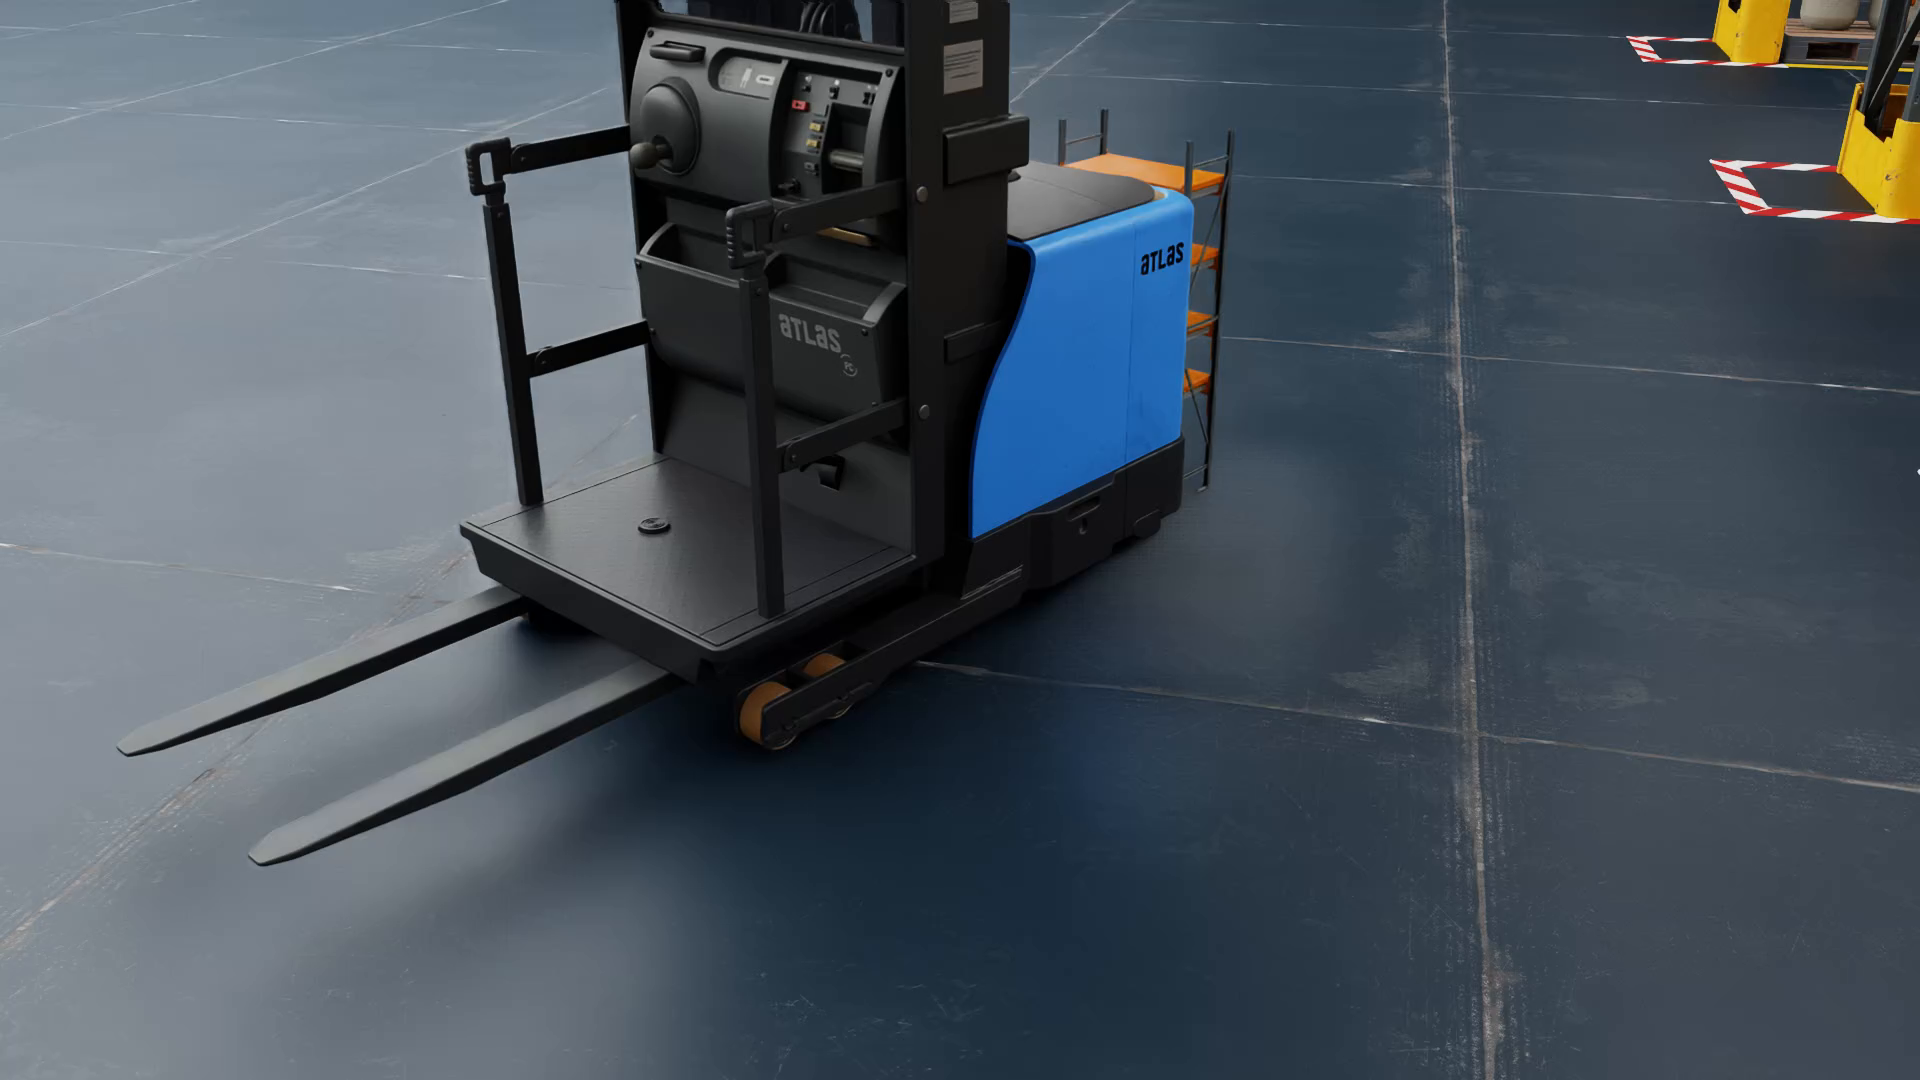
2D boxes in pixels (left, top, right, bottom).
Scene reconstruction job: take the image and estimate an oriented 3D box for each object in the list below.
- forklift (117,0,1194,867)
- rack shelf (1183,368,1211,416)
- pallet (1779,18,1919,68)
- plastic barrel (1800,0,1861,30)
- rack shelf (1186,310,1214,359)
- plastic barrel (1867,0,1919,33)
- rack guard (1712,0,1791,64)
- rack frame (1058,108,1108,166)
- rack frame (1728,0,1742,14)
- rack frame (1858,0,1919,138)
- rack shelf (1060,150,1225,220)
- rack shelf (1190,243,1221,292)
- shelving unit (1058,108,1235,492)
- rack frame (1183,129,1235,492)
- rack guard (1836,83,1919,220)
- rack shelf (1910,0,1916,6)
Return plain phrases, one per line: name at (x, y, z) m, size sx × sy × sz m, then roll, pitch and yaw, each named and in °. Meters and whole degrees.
forklift at (-0.649, -1.046, 4.038) m, size 1.130 × 2.935 × 3.031 m, roll 21°, pitch 33°, yaw 37°
rack shelf at (0.578, -0.512, 5.547) m, size 0.480 × 0.148 × 0.258 m, roll 21°, pitch 33°, yaw 37°
pallet at (7.248, -4.032, 13.473) m, size 1.213 × 0.211 × 1.003 m, roll 6°, pitch 26°, yaw 13°
plastic barrel at (7.034, -4.396, 13.400) m, size 0.421 × 0.512 × 0.421 m, roll 0°, pitch 25°, yaw 0°
rack shelf at (0.578, -0.691, 5.462) m, size 0.480 × 0.148 × 0.258 m, roll 21°, pitch 33°, yaw 37°
plastic barrel at (7.519, -4.343, 13.288) m, size 0.421 × 0.512 × 0.421 m, roll 0°, pitch 25°, yaw 0°
rack guard at (6.463, -4.252, 13.598) m, size 0.348 × 0.500 × 1.175 m, roll 6°, pitch 26°, yaw 13°
rack frame at (0.396, -0.822, 5.580) m, size 0.015 × 1.200 × 0.240 m, roll 21°, pitch 33°, yaw 37°
rack frame at (6.377, -5.369, 13.037) m, size 0.127 × 3.000 × 1.000 m, roll 6°, pitch 26°, yaw 13°
rack frame at (5.144, -3.307, 8.706) m, size 0.127 × 3.000 × 1.000 m, roll 6°, pitch 26°, yaw 13°
rack shelf at (0.578, -1.107, 5.265) m, size 0.480 × 0.148 × 0.258 m, roll 21°, pitch 33°, yaw 37°
rack shelf at (0.578, -0.893, 5.366) m, size 0.480 × 0.148 × 0.258 m, roll 21°, pitch 33°, yaw 37°
shelving unit at (0.578, -0.752, 5.433) m, size 0.503 × 1.200 × 0.258 m, roll 21°, pitch 33°, yaw 37°
rack frame at (0.760, -0.682, 5.286) m, size 0.015 × 1.200 × 0.240 m, roll 21°, pitch 33°, yaw 37°
rack guard at (5.217, -2.170, 9.226) m, size 0.348 × 0.500 × 1.175 m, roll 6°, pitch 26°, yaw 13°
rack shelf at (7.081, -2.768, 8.411) m, size 4.000 × 0.370 × 1.077 m, roll 6°, pitch 26°, yaw 13°
